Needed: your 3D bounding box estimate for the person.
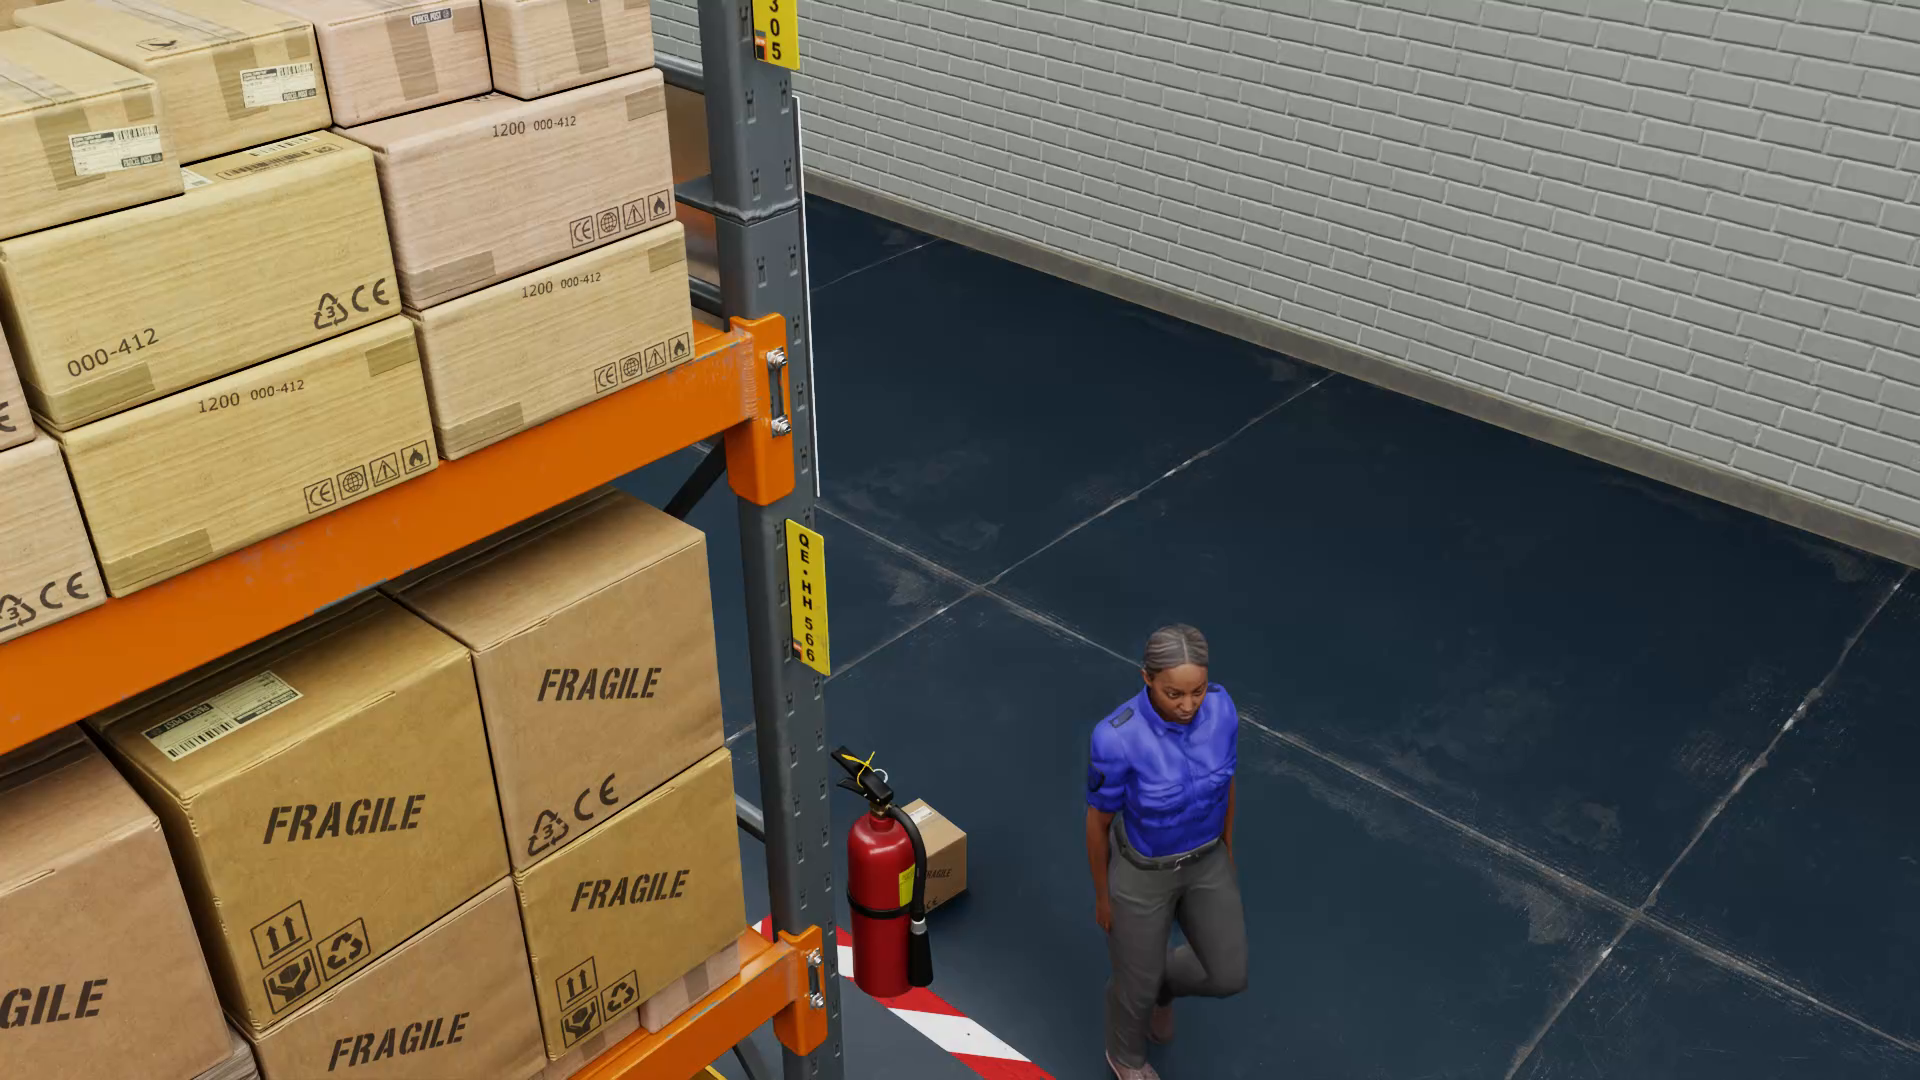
[{"bbox_3d":[0.561,0.904,4.607,0.478,1.654,0.457,-14,34,-22],"label":"person"}]
